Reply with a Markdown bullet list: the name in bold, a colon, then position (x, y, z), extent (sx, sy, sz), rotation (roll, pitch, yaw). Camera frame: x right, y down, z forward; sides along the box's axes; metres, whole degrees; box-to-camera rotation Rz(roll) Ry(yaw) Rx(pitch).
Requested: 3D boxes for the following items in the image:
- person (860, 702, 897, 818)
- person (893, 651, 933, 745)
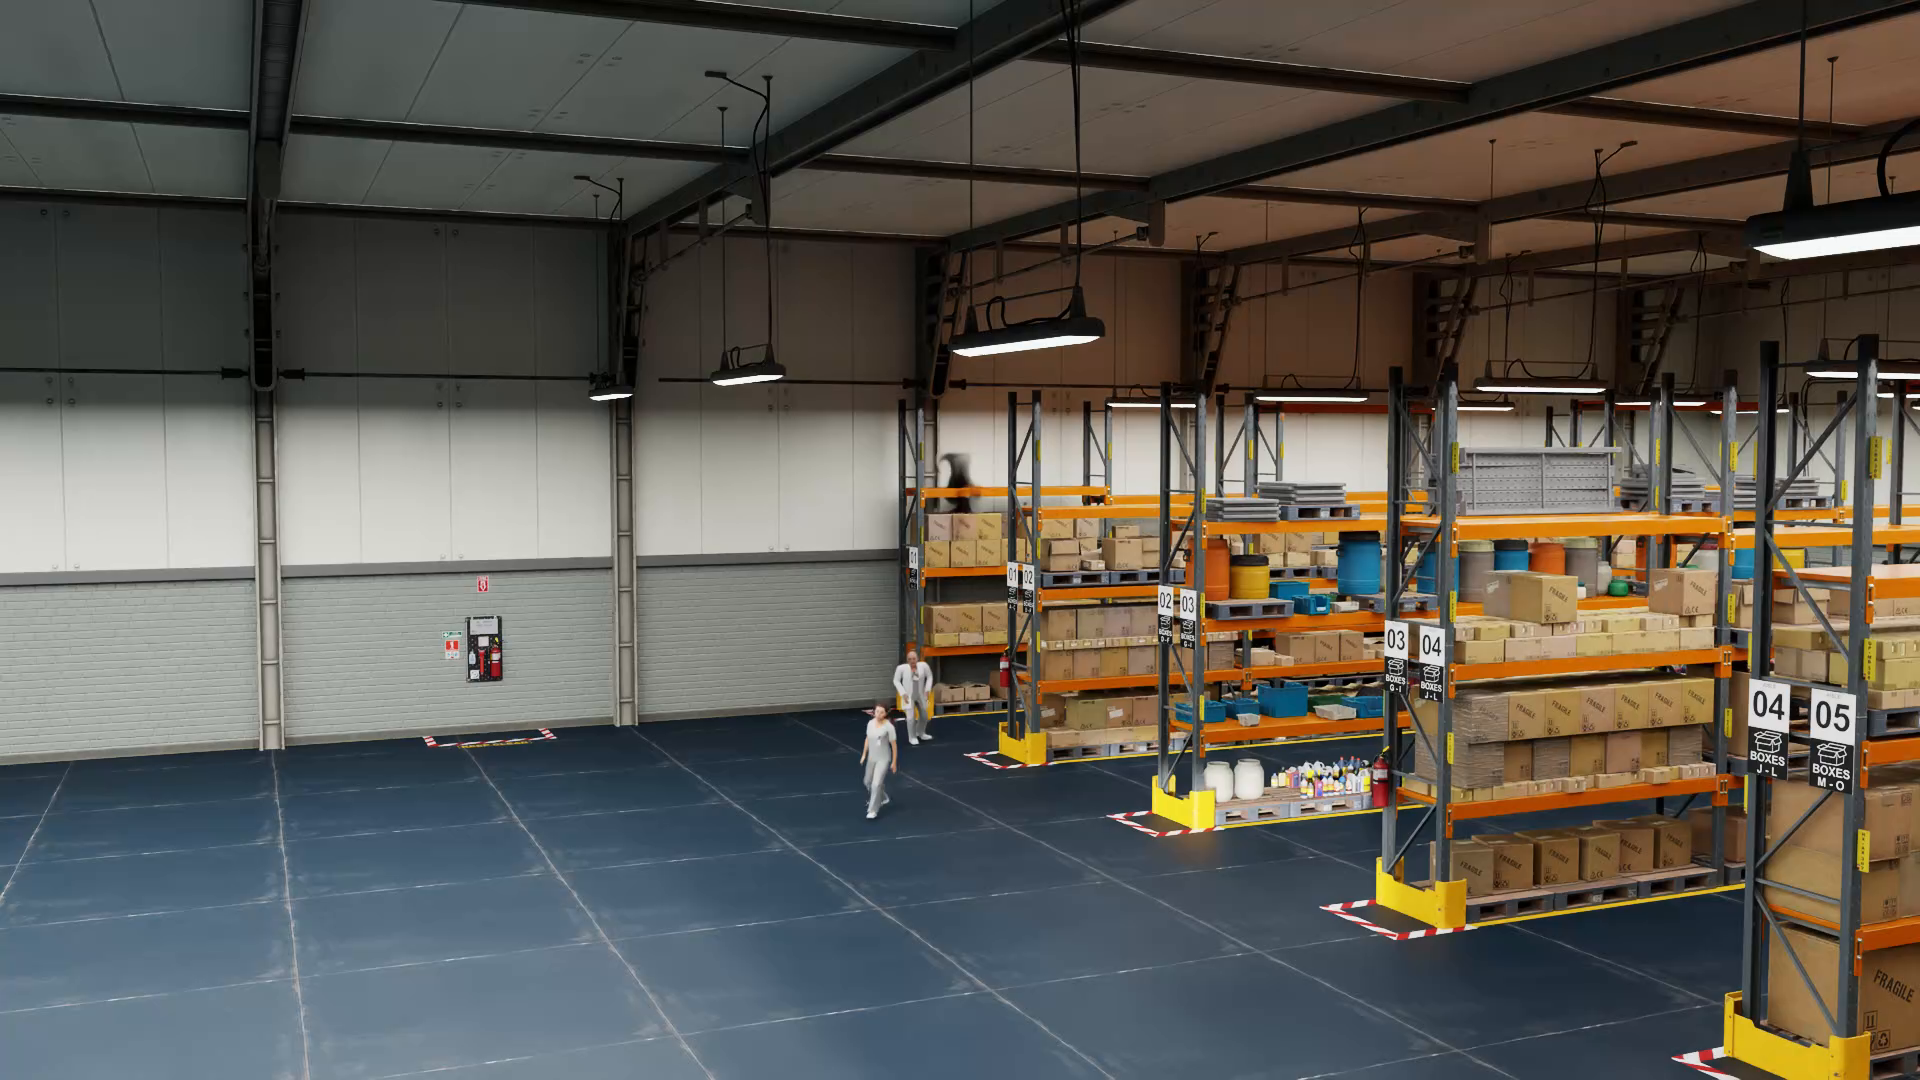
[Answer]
- **person**: position (-1.119, 3.006, 23.010), extent (0.702, 1.596, 0.740), rotation (2, 4, 33)
- **person**: position (-0.796, 2.677, 28.495), extent (0.739, 1.640, 0.873), rotation (-1, 3, -15)
